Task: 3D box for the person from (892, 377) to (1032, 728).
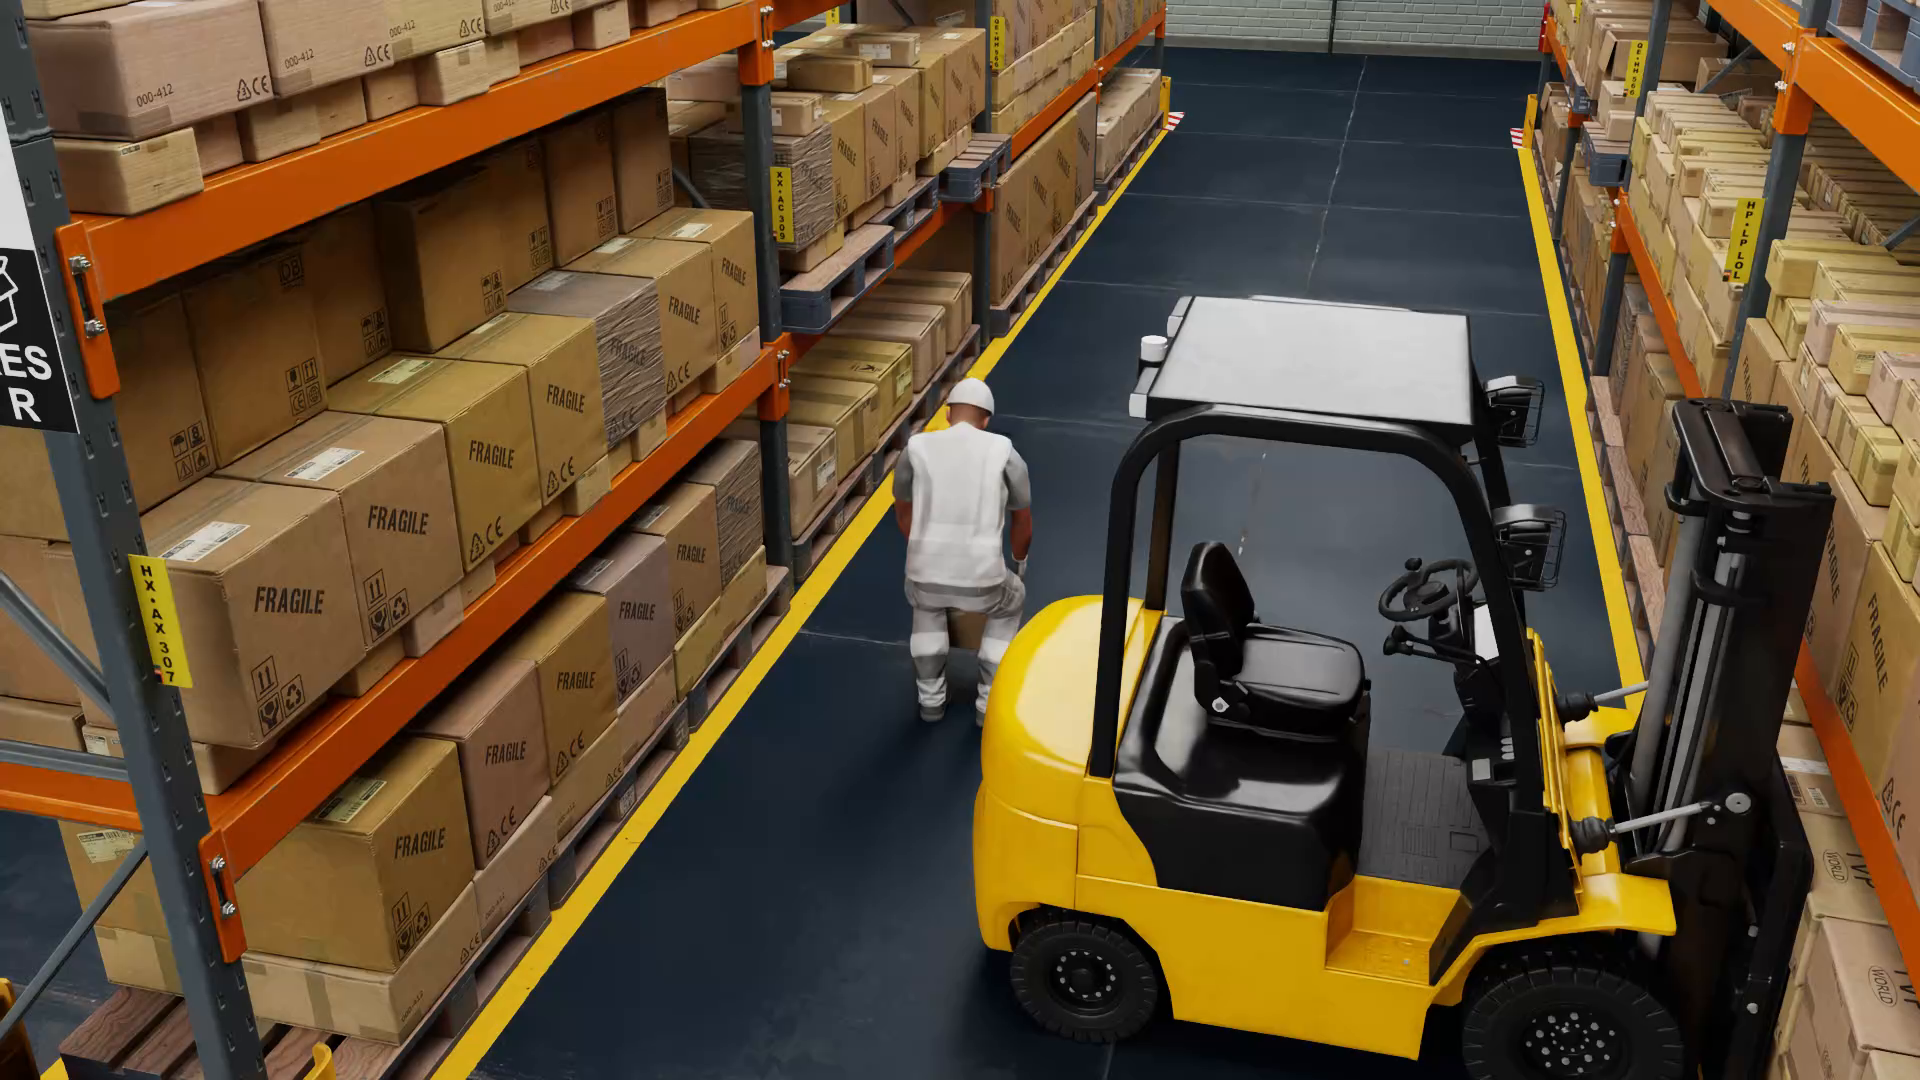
[{"bbox_3d":[-0.010,0.069,6.912,0.585,1.384,0.780,6,26,12],"label":"person"}]
